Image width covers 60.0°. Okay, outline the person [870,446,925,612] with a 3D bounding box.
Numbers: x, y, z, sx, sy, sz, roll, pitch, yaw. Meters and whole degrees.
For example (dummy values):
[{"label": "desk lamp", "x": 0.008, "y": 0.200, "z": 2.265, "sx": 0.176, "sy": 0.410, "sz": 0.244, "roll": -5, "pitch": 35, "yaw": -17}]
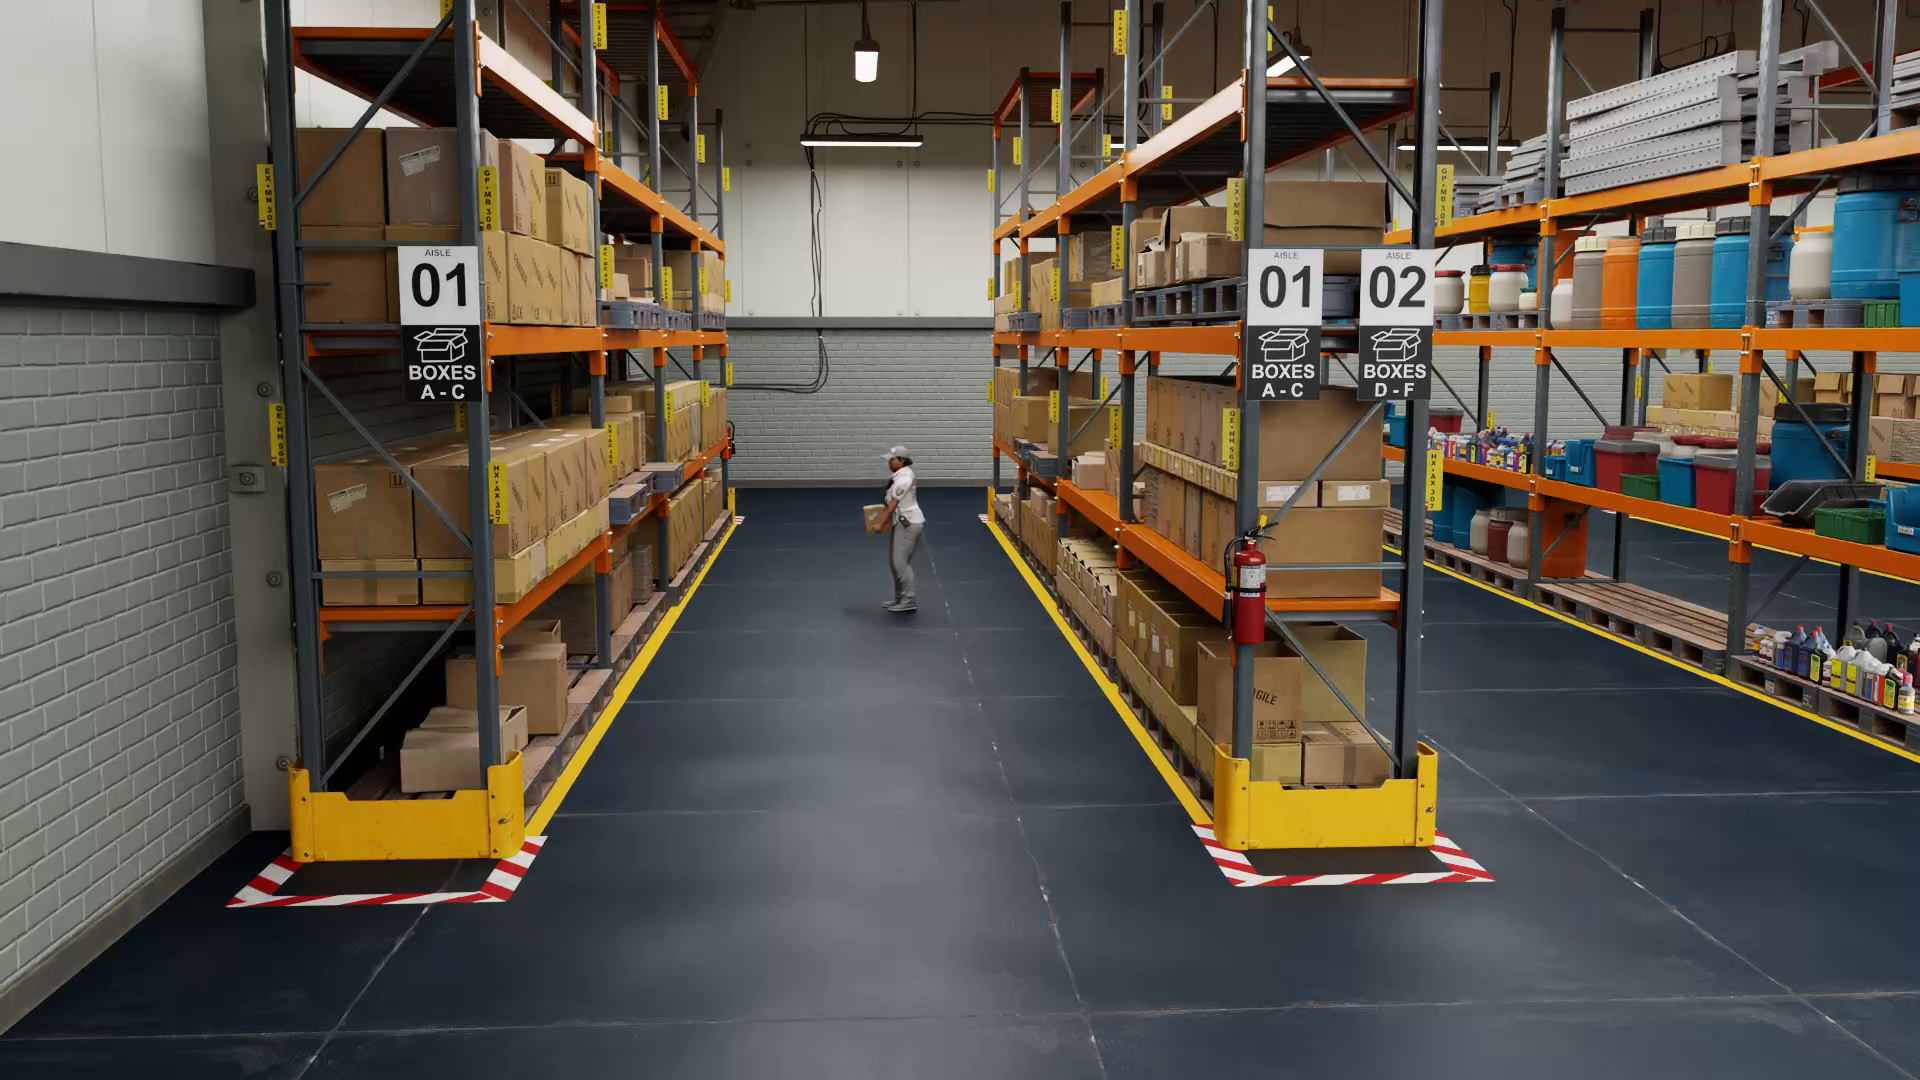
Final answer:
[{"label": "person", "x": -0.632, "y": -0.119, "z": 16.774, "sx": 0.560, "sy": 1.660, "sz": 0.452, "roll": -1, "pitch": 7, "yaw": -5}]
